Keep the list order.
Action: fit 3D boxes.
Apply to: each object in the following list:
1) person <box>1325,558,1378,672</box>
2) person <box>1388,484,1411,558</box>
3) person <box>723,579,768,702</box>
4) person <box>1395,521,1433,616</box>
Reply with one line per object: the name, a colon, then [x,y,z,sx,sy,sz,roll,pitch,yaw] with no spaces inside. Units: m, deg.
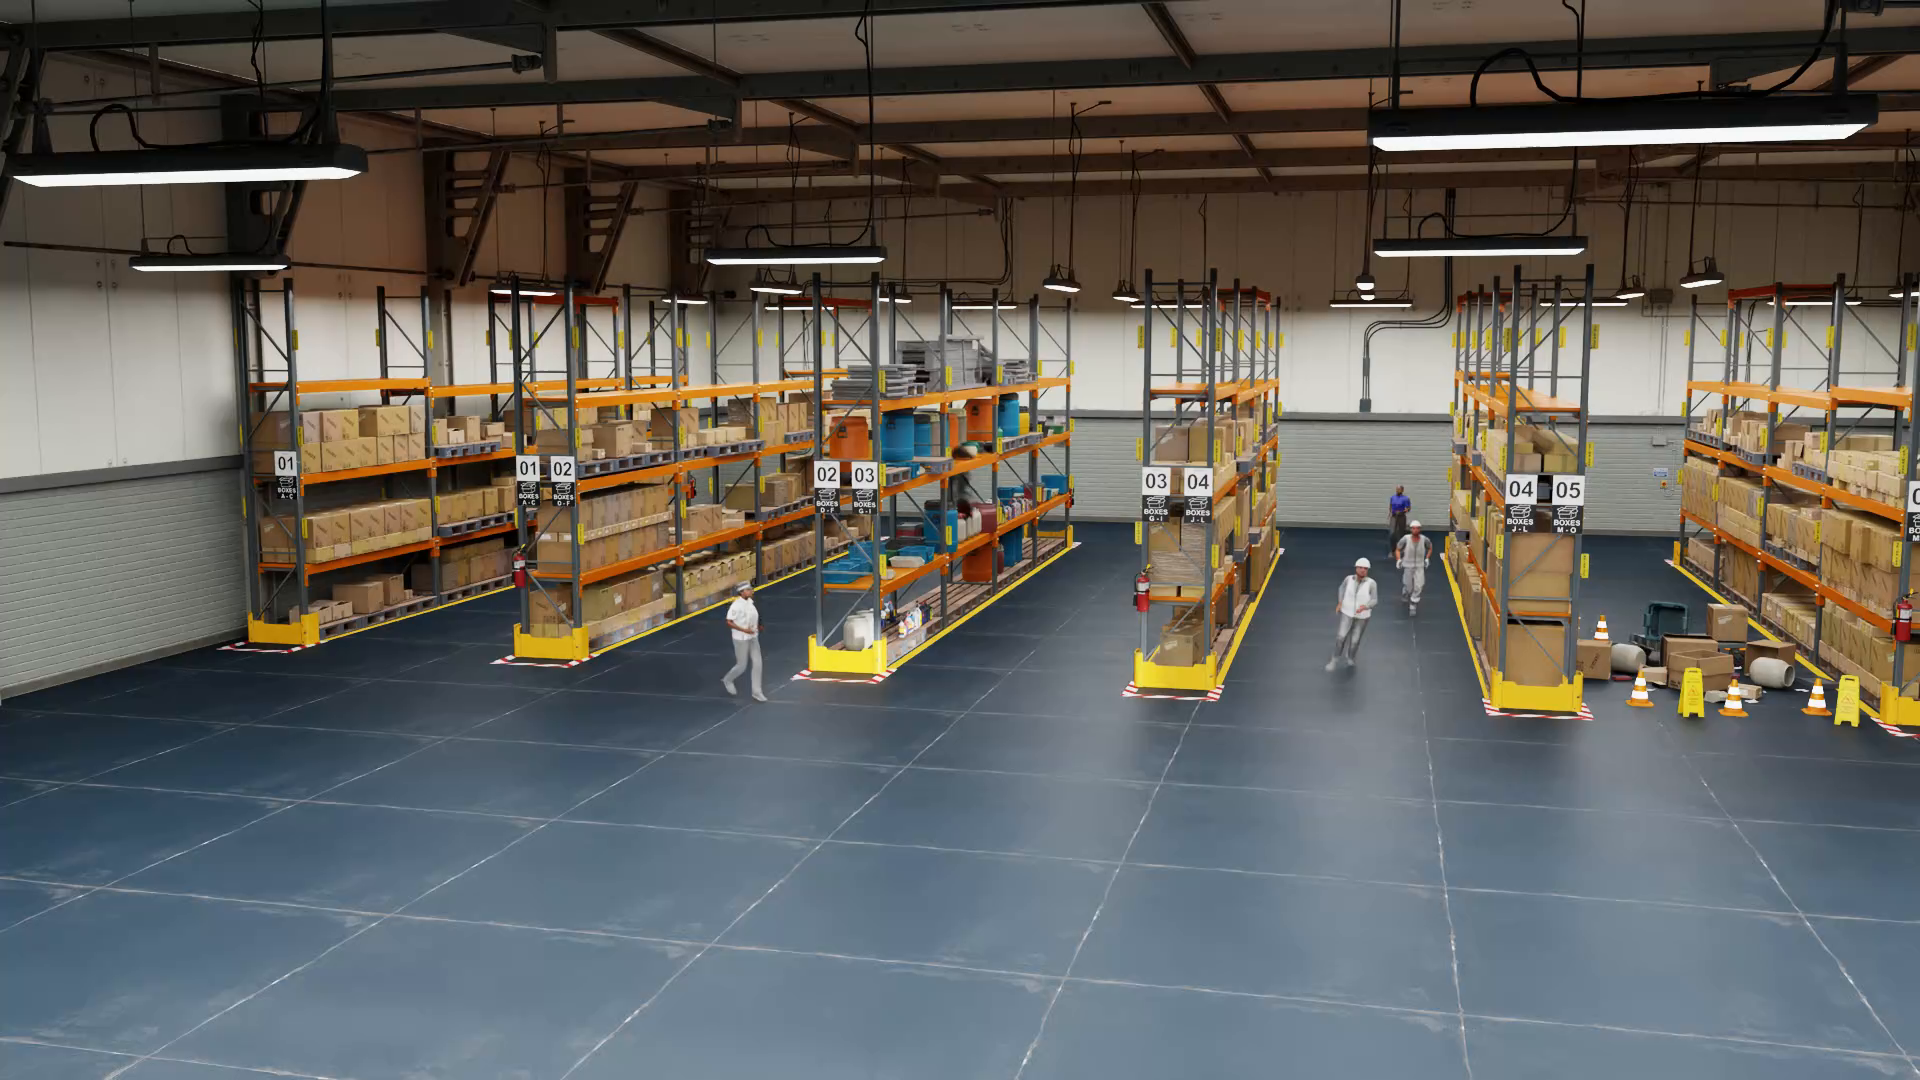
person: [5.931,1.119,25.112,0.738,1.716,0.802,2,7,17]
person: [10.185,-0.438,38.572,0.561,1.712,0.806,4,8,30]
person: [-3.030,1.404,23.239,0.791,1.726,0.623,4,8,31]
person: [8.341,0.495,30.569,0.688,1.734,0.676,0,7,4]
